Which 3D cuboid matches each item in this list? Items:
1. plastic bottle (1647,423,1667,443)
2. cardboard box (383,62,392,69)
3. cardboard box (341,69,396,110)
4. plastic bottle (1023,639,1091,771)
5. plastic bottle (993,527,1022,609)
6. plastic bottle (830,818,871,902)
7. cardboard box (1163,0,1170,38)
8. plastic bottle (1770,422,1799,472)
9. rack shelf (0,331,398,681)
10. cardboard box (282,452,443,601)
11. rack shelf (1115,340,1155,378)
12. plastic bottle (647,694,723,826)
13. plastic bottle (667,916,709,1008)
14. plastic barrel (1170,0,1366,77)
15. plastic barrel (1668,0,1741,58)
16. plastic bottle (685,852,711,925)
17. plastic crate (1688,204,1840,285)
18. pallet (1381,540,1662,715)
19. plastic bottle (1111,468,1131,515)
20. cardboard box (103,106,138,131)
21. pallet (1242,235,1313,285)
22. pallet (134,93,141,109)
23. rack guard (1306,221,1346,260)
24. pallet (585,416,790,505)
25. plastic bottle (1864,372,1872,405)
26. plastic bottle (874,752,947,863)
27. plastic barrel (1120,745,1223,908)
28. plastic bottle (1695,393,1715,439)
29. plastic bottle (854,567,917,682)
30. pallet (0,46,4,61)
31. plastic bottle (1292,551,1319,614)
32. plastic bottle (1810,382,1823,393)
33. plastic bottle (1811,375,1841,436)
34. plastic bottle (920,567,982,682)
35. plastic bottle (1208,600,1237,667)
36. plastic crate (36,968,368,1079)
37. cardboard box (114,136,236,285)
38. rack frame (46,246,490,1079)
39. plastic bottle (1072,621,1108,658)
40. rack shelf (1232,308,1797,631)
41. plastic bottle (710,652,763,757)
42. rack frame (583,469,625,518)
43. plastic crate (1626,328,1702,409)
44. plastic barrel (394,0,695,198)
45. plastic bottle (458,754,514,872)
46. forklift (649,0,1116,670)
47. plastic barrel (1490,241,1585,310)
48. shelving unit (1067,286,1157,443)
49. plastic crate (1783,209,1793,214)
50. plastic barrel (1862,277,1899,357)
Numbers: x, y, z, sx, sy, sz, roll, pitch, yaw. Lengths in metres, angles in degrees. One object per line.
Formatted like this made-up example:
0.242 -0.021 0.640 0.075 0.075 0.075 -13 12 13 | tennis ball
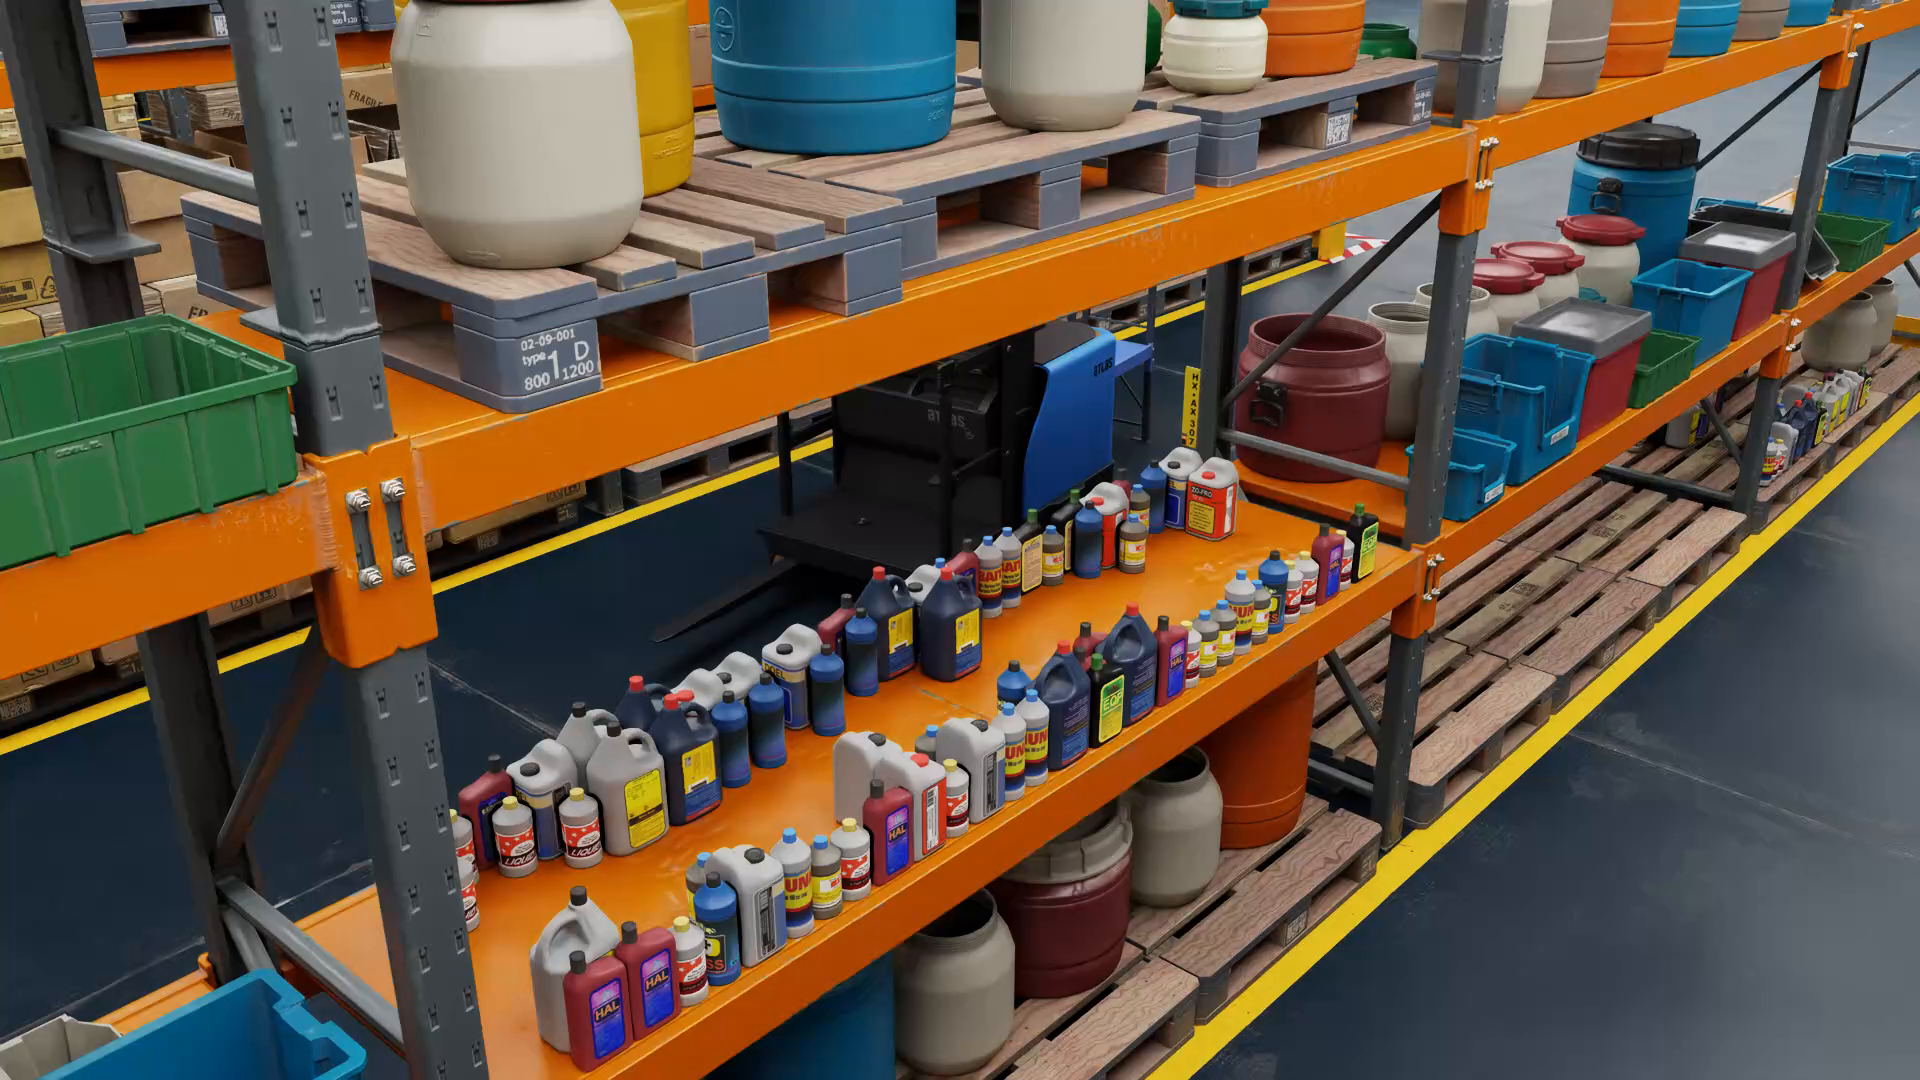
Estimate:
4.221 -0.781 10.026 0.144 0.351 0.185 19 30 36 | plastic bottle
-4.654 -4.136 13.464 0.700 0.500 0.500 20 31 37 | cardboard box
-4.804 -3.451 13.158 0.500 0.500 0.500 20 31 37 | cardboard box
0.271 0.449 4.643 0.144 0.351 0.185 20 31 38 | plastic bottle
0.157 0.087 5.548 0.097 0.271 0.097 0 24 0 | plastic bottle
-0.269 0.778 4.091 0.097 0.201 0.097 0 24 0 | plastic bottle
1.473 -3.877 12.522 0.500 0.500 0.500 20 31 38 | cardboard box
4.740 -0.556 9.614 0.152 0.276 0.135 22 32 39 | plastic bottle
-2.669 0.492 1.699 1.077 0.370 4.000 20 31 38 | rack shelf
-3.429 -0.396 8.551 1.225 0.875 0.875 20 31 38 | cardboard box
0.719 -1.028 10.150 0.538 0.185 1.000 15 28 30 | rack shelf
-0.733 0.559 4.397 0.144 0.351 0.185 20 31 38 | plastic bottle
-0.619 0.938 3.735 0.097 0.201 0.097 0 24 0 | plastic bottle
0.955 -1.880 5.071 0.600 0.830 0.708 20 31 38 | plastic barrel
2.955 -2.499 6.878 0.600 0.901 0.708 20 31 38 | plastic barrel
-0.602 0.837 3.960 0.097 0.201 0.097 0 24 0 | plastic bottle
4.449 -1.611 9.252 0.767 0.338 0.504 20 31 38 | plastic crate
2.696 0.381 8.141 1.003 0.211 1.213 20 31 38 | pallet
0.553 -0.111 5.974 0.061 0.283 0.133 20 31 38 | plastic bottle
-5.970 -2.971 11.640 0.380 0.149 0.250 21 32 39 | cardboard box
2.367 -2.552 14.684 1.003 0.211 1.213 20 31 38 | pallet
-10.200 -5.885 22.118 1.003 0.211 1.213 20 31 38 | pallet
2.936 -2.922 15.155 1.175 0.500 0.348 20 31 38 | rack guard
-1.830 -0.613 10.360 1.003 0.211 1.213 20 31 38 | pallet
5.776 -0.978 10.646 0.097 0.201 0.097 0 24 0 | plastic bottle
-0.123 0.661 4.262 0.152 0.276 0.135 20 31 38 | plastic bottle
0.712 0.998 5.885 0.421 0.512 0.421 0 24 0 | plastic barrel
4.476 -0.773 10.099 0.152 0.276 0.135 20 31 38 | plastic bottle
-0.229 0.241 5.107 0.144 0.351 0.185 20 31 38 | plastic bottle
-4.447 -2.003 6.620 0.805 0.209 1.217 19 30 36 | pallet
1.139 0.135 5.525 0.097 0.201 0.097 0 24 0 | plastic bottle
5.389 -0.894 10.461 0.097 0.201 0.097 0 24 0 | plastic bottle
5.263 -0.826 10.126 0.144 0.351 0.185 20 31 37 | plastic bottle
-0.026 0.241 5.106 0.144 0.351 0.185 20 31 38 | plastic bottle
0.814 0.284 5.194 0.097 0.201 0.097 0 24 0 | plastic bottle
-1.392 1.138 2.991 0.392 0.384 0.575 20 31 38 | plastic crate
-3.732 -1.529 7.646 0.797 0.503 0.637 21 32 39 | cardboard box
-1.334 0.923 3.525 1.000 3.000 0.127 20 31 38 | rack frame
0.390 0.363 4.918 0.061 0.283 0.133 20 31 38 | plastic bottle
2.671 -0.577 7.749 1.077 0.370 4.000 20 31 38 | rack shelf
-0.641 0.465 4.697 0.152 0.276 0.135 20 31 38 | plastic bottle
-2.353 -1.648 9.259 1.000 3.000 0.127 20 31 38 | rack frame
3.053 -0.810 7.649 0.450 0.188 0.662 20 31 38 | plastic crate
-0.876 -1.057 3.530 0.600 0.588 0.600 0 24 0 | plastic barrel
-1.191 0.685 4.198 0.061 0.283 0.133 20 31 38 | plastic bottle
-0.341 -1.122 8.169 1.130 2.935 3.031 15 28 30 | forklift
2.714 -1.121 7.918 0.433 0.535 0.433 0 24 0 | plastic barrel
0.719 -1.193 10.077 0.538 1.500 1.048 15 28 30 | shelving unit
4.900 -1.958 10.272 0.530 0.136 0.437 20 31 38 | plastic crate
6.293 -1.568 11.608 0.421 0.512 0.421 0 24 0 | plastic barrel
